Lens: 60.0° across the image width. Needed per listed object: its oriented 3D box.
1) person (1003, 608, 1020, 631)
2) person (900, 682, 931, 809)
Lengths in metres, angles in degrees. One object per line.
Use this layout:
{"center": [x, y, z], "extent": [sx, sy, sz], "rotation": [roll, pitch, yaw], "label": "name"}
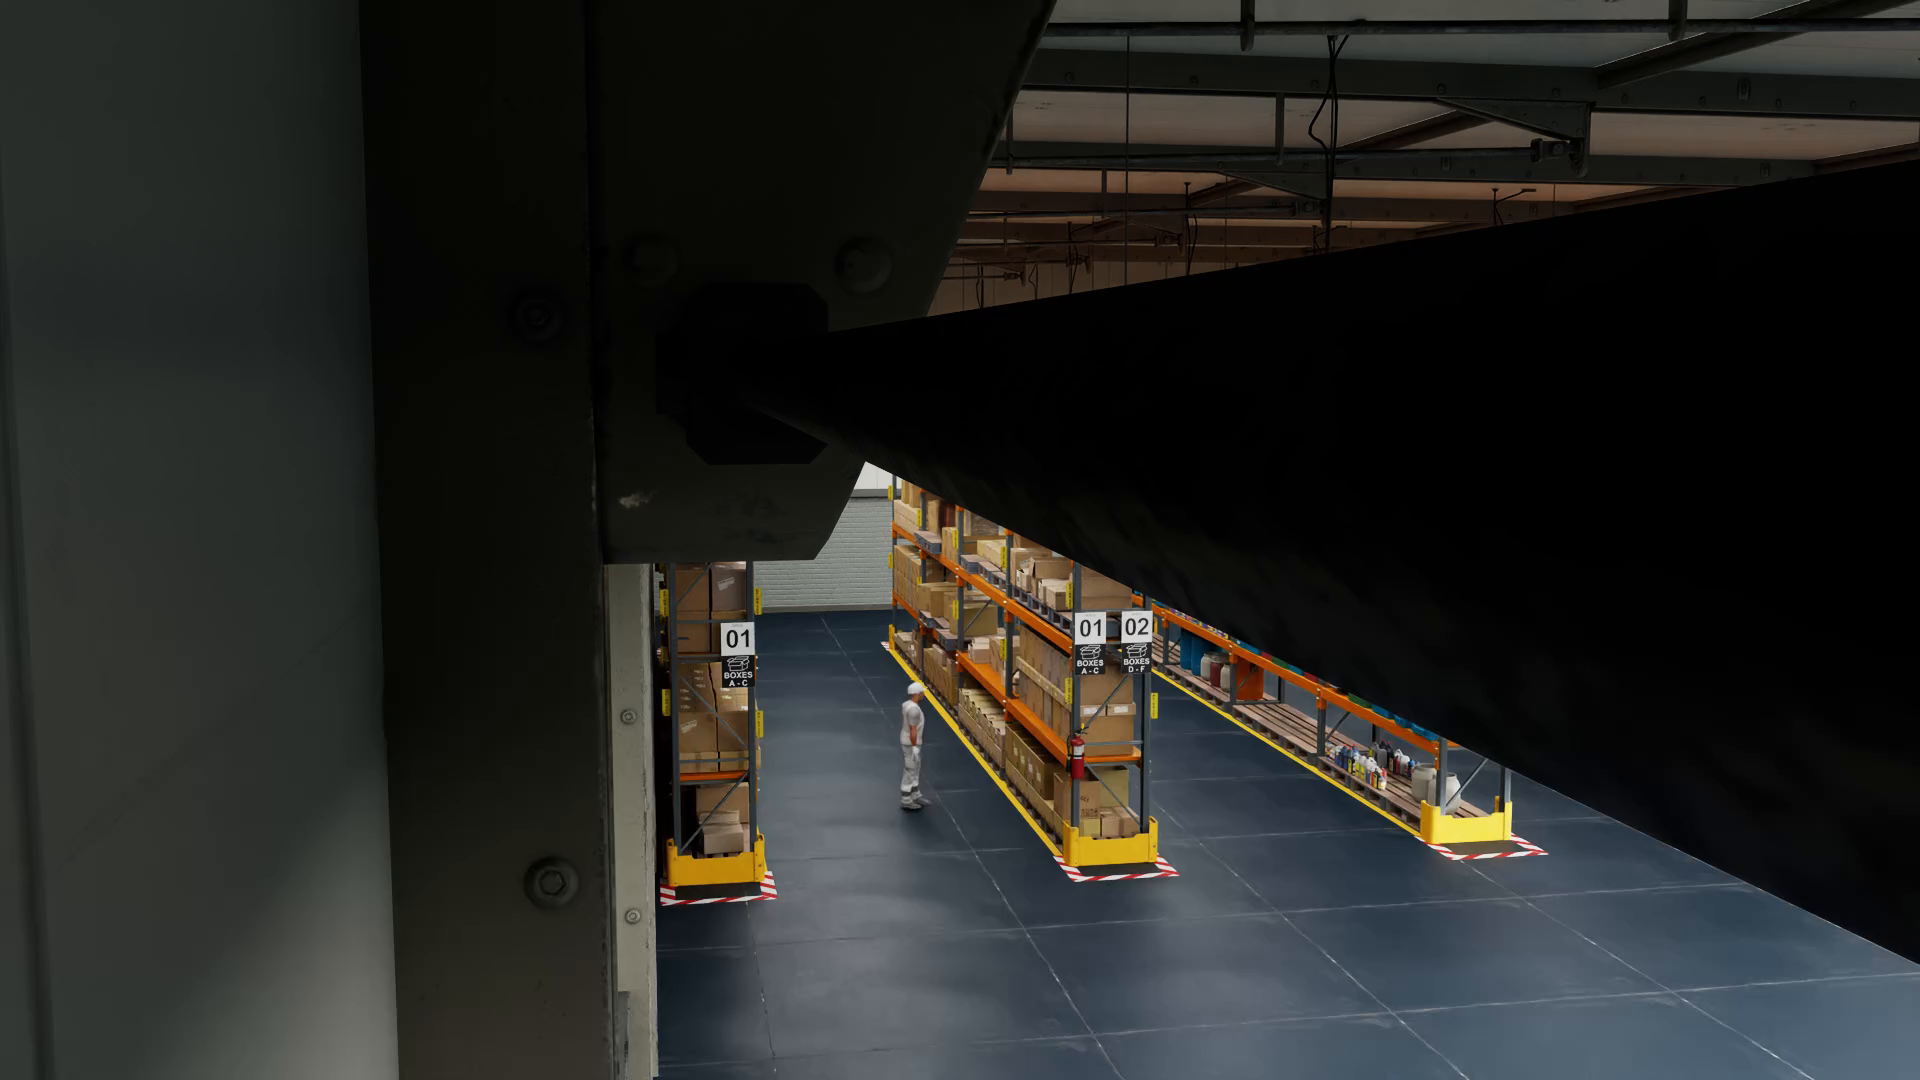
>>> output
{"center": [1.236, 1.240, 38.931], "extent": [0.616, 1.777, 0.426], "rotation": [-2, 7, -20], "label": "person"}
{"center": [-0.621, 2.902, 23.499], "extent": [0.454, 1.800, 0.580], "rotation": [-1, 6, -5], "label": "person"}
